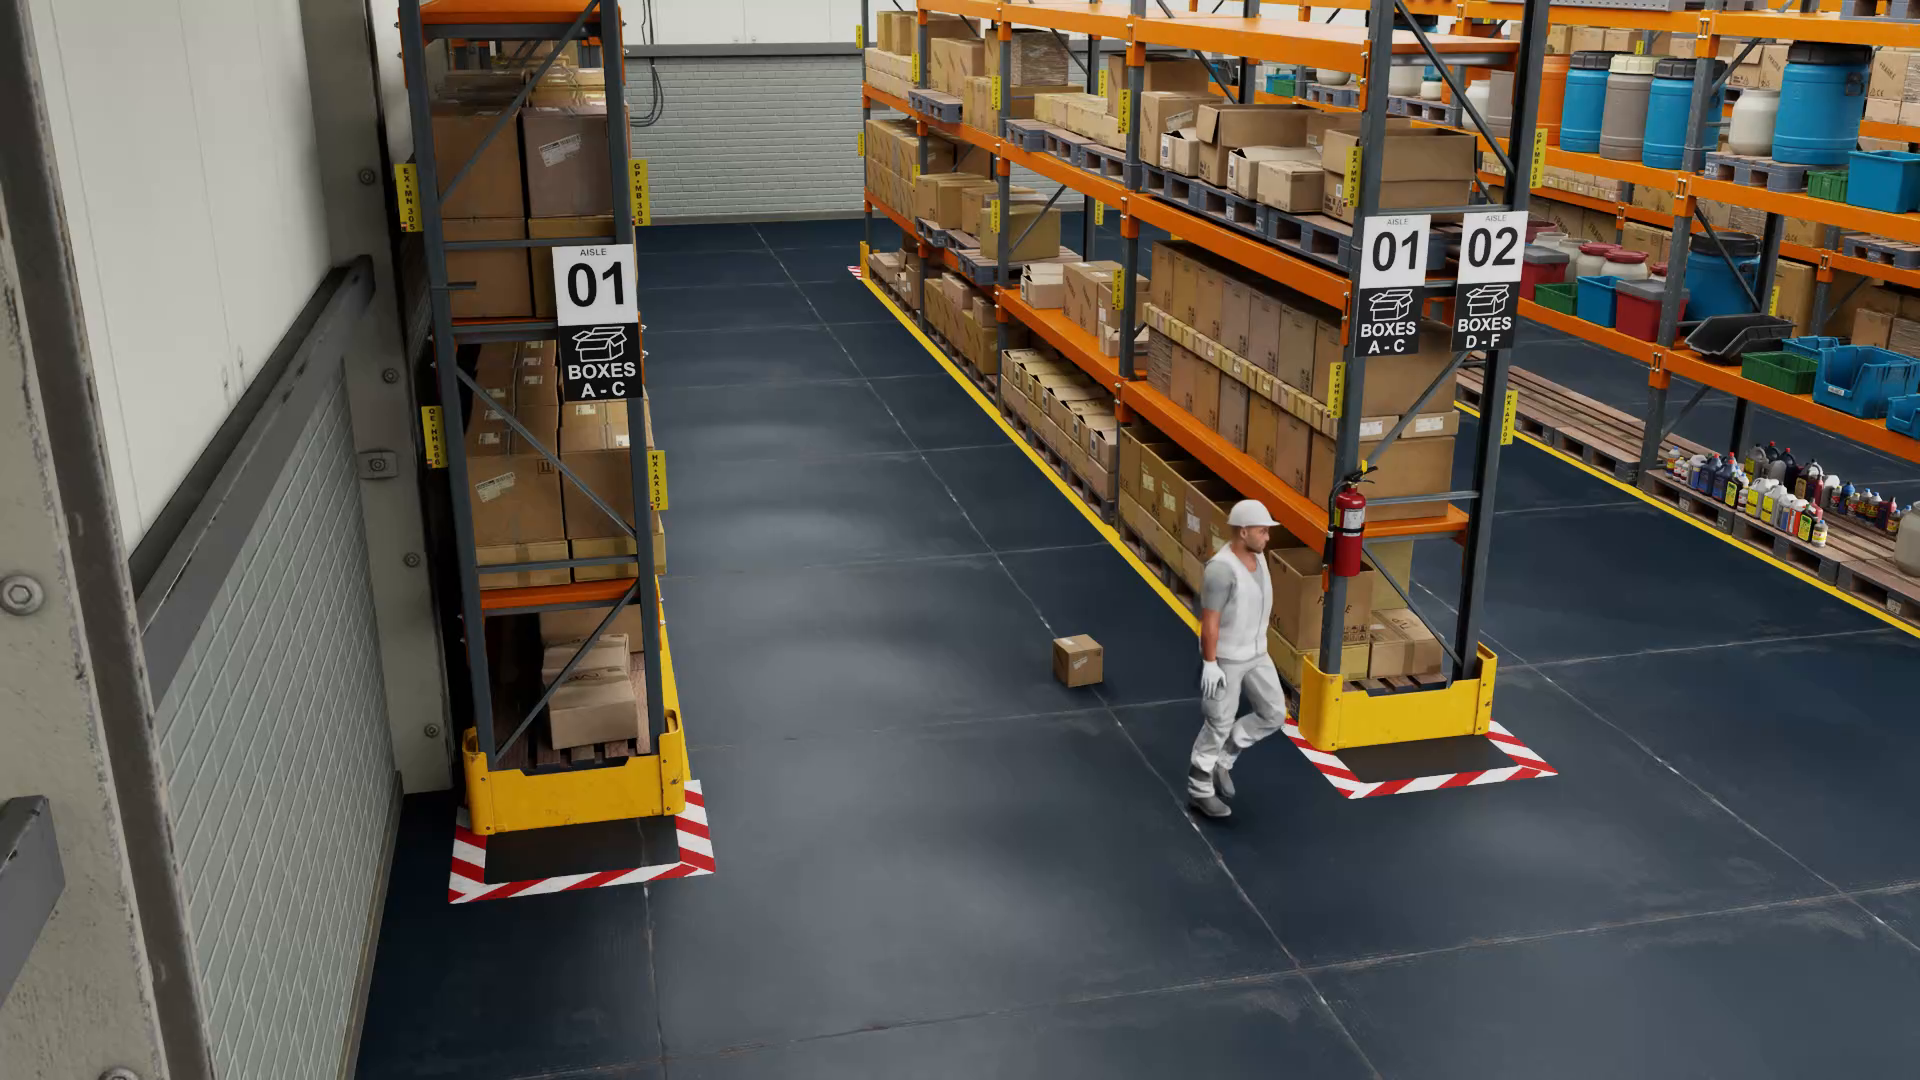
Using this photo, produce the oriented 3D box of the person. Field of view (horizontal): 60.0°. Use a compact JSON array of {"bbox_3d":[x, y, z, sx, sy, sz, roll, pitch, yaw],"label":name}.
[{"bbox_3d":[1.547,0.646,9.140,0.453,1.778,0.636,17,26,40],"label":"person"}]
